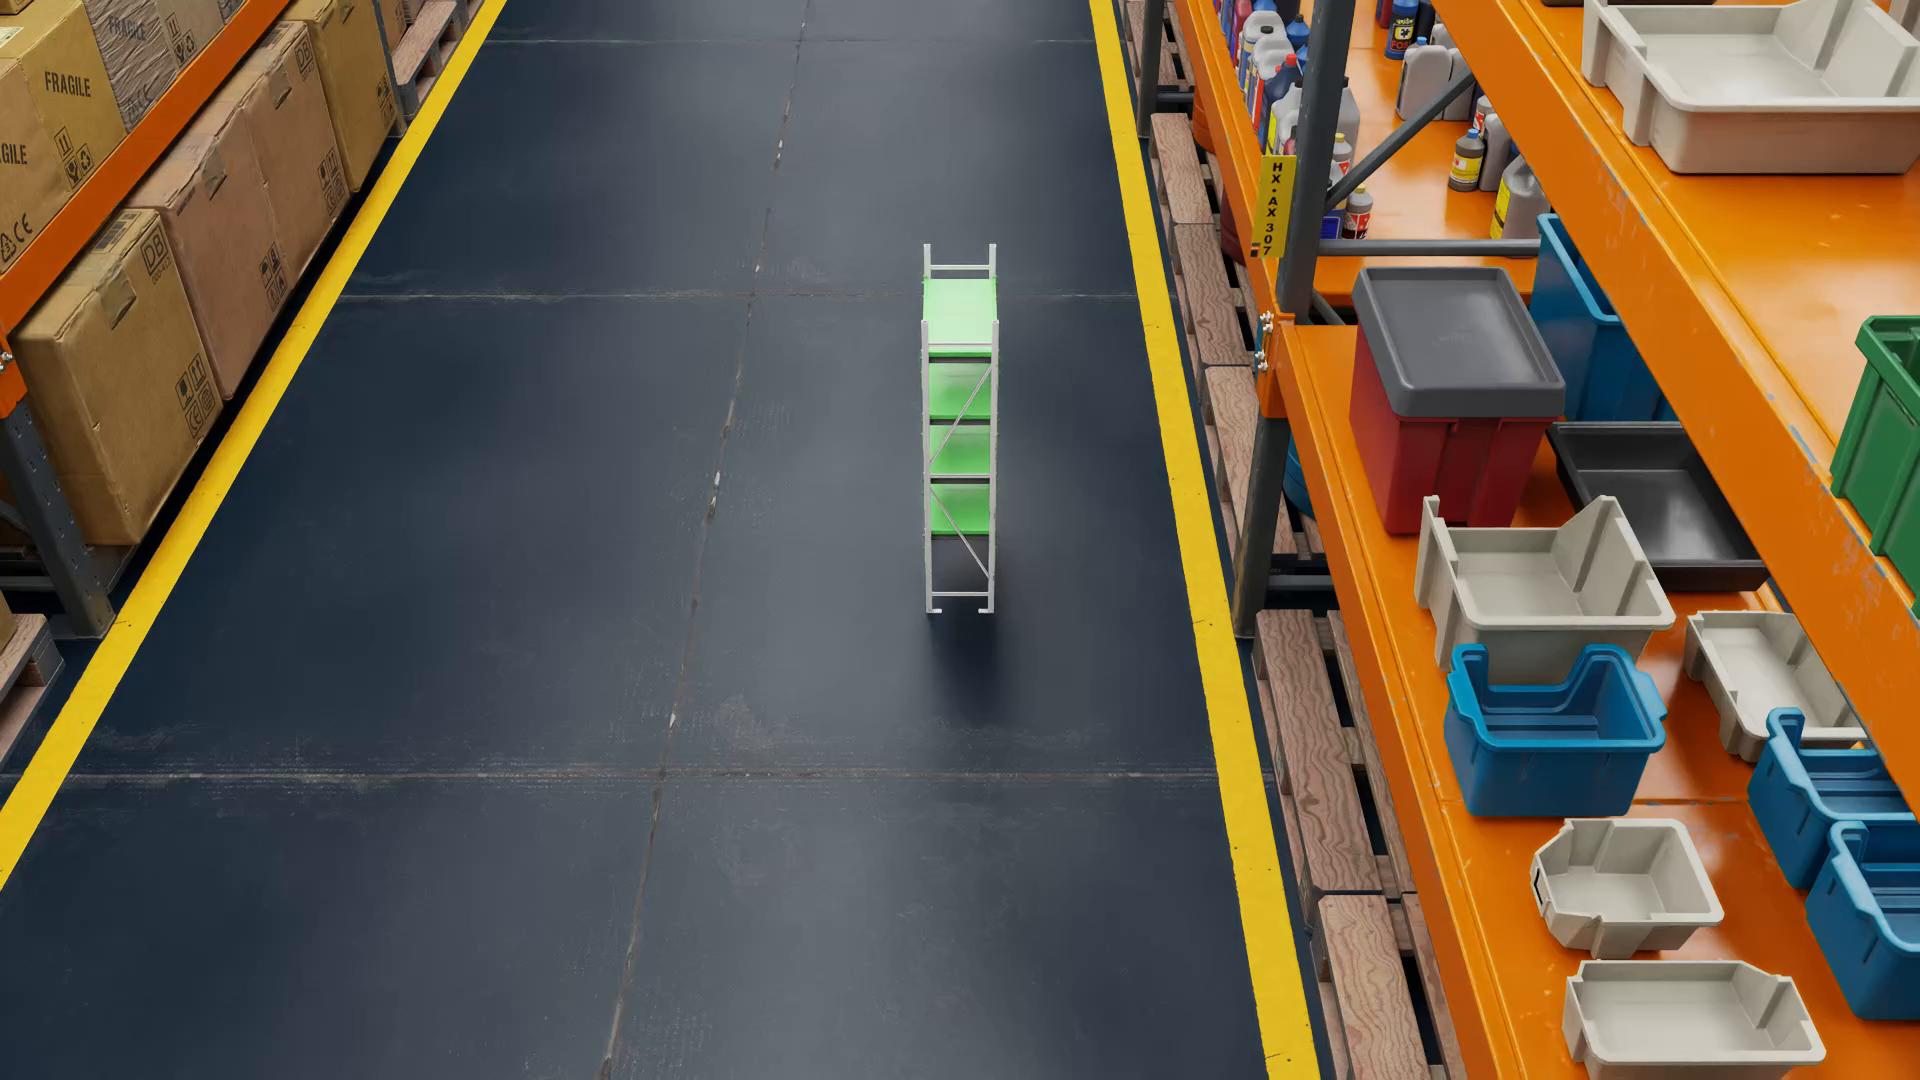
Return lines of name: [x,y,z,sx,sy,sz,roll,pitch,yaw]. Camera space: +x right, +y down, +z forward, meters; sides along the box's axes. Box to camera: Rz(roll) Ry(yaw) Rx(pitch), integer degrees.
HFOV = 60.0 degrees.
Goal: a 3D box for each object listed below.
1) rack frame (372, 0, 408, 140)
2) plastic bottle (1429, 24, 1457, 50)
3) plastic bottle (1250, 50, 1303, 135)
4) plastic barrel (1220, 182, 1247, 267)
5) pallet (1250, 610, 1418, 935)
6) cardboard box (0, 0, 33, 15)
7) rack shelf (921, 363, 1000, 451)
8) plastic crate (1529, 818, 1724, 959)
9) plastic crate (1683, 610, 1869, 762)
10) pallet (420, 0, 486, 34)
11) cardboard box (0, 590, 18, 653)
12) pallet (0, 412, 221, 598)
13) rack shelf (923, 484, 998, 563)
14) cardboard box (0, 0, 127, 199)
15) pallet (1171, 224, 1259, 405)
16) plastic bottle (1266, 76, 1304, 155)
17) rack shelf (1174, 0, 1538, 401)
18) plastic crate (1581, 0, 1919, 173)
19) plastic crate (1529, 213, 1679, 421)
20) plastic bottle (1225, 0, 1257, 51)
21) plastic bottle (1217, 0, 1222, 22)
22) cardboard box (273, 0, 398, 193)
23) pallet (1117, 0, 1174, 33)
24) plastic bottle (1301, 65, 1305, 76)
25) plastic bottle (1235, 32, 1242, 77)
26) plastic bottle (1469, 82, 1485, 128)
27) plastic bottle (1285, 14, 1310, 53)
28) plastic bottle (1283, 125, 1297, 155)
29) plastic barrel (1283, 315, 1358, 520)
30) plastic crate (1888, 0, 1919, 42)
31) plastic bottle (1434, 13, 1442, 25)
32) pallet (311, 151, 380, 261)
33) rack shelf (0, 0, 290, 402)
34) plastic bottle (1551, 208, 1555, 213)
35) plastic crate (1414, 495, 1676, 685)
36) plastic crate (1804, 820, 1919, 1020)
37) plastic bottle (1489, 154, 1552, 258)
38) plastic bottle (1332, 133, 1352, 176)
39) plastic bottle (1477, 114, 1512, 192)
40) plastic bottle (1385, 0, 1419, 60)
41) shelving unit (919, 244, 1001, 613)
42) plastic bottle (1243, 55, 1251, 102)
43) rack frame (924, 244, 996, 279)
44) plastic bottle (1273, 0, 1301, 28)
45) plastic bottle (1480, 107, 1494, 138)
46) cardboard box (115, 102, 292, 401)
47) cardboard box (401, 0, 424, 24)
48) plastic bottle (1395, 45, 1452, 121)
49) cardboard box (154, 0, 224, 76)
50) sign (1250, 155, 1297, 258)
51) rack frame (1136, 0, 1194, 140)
rack frame: [-3.497,-3.356,8.039,1.000,3.000,0.127,0,39,0]
plastic bottle: [1.839,-1.824,6.226,0.152,0.276,0.135,0,39,0]
plastic bottle: [1.136,-1.600,5.947,0.152,0.276,0.135,0,39,0]
plastic barrel: [1.475,-1.570,7.404,0.600,0.588,0.708,0,39,0]
pallet: [1.500,0.690,5.221,1.003,0.211,1.213,0,39,0]
cardboard box: [-3.491,-2.114,5.607,0.797,0.503,0.637,0,39,0]
rack shelf: [0.000,-0.502,5.635,0.258,0.148,0.480,0,39,0]
plastic crate: [1.253,0.672,3.175,0.298,0.136,0.250,0,39,0]
plastic crate: [1.763,0.310,3.628,0.293,0.136,0.466,0,39,0]
pallet: [-3.495,-3.518,10.471,1.003,0.211,1.213,0,39,0]
cardboard box: [-3.572,0.223,4.936,0.875,0.875,0.875,0,39,0]
pallet: [-3.569,-0.249,6.392,1.003,0.211,1.213,0,39,0]
rack shelf: [0.000,-0.128,5.936,0.258,0.148,0.480,0,39,0]
cardboard box: [-3.245,-1.496,5.638,0.500,0.500,0.500,0,39,0]
pallet: [1.497,-1.018,7.351,1.003,0.211,1.213,0,39,0]
plastic bottle: [1.132,-1.414,5.655,0.144,0.351,0.185,0,39,0]
rack shelf: [1.458,-1.828,6.708,1.077,0.370,4.000,0,39,0]
plastic crate: [1.214,-0.717,2.558,0.437,0.136,0.530,0,39,0]
plastic crate: [1.802,-0.584,4.545,0.392,0.384,0.575,0,39,0]
plastic bottle: [1.131,-2.103,6.514,0.144,0.351,0.185,0,39,0]
plastic bottle: [1.107,-2.244,6.754,0.097,0.271,0.097,0,39,0]
cardboard box: [-3.517,-2.259,8.034,1.225,0.875,0.875,-2,39,-2]
pallet: [1.495,-3.517,10.470,1.003,0.211,1.213,0,39,0]
plastic bottle: [1.260,-1.610,5.963,0.097,0.271,0.097,0,39,0]
plastic bottle: [1.108,-1.873,6.347,0.097,0.201,0.097,0,39,0]
plastic bottle: [1.886,-1.598,5.938,0.061,0.283,0.133,0,39,0]
plastic bottle: [1.260,-1.839,6.249,0.097,0.271,0.097,0,39,0]
plastic bottle: [1.091,-1.204,5.447,0.061,0.283,0.133,0,39,0]
plastic barrel: [1.477,-0.544,5.872,0.600,0.901,0.708,0,39,0]
plastic crate: [1.771,-0.867,2.630,0.437,0.282,0.530,0,39,0]
plastic bottle: [1.867,-1.955,6.394,0.097,0.271,0.097,0,39,0]
pallet: [-3.572,-1.775,8.296,1.003,0.211,1.213,0,39,0]
rack shelf: [-3.495,-1.825,6.704,1.077,0.370,4.000,0,39,0]
plastic bottle: [1.887,-1.042,5.245,0.061,0.283,0.133,0,39,0]
plastic crate: [1.278,0.120,3.749,0.437,0.282,0.530,0,39,0]
plastic crate: [1.792,0.707,3.055,0.416,0.233,0.300,0,39,0]
plastic bottle: [1.784,-1.085,5.244,0.144,0.351,0.185,0,39,0]
plastic bottle: [1.261,-1.267,5.592,0.097,0.201,0.097,0,39,0]
plastic bottle: [1.840,-1.328,5.608,0.152,0.276,0.135,0,39,0]
plastic bottle: [1.722,-2.016,6.470,0.097,0.271,0.097,0,39,0]
shelving unit: [0.000,-0.365,5.746,0.258,1.200,0.503,0,39,0]
plastic bottle: [1.108,-1.728,6.166,0.097,0.201,0.097,0,39,0]
rack frame: [0.000,-0.517,5.936,0.240,1.200,0.015,0,39,0]
plastic bottle: [1.283,-2.187,6.620,0.144,0.351,0.185,0,39,0]
plastic bottle: [1.867,-1.433,5.798,0.097,0.201,0.097,0,39,0]
cardboard box: [-3.515,-1.149,6.648,1.225,0.875,0.875,-1,39,-2]
cardboard box: [-3.531,-3.318,9.639,0.700,0.500,0.500,-3,39,-4]
plastic bottle: [1.688,-1.679,6.045,0.152,0.276,0.135,0,39,0]
cardboard box: [-3.251,-2.132,6.432,0.500,0.500,0.500,1,39,1]
sign: [0.910,-0.967,4.837,0.100,0.325,0.005,0,39,0]
rack frame: [1.456,-3.360,8.044,1.000,3.000,0.127,0,39,0]
